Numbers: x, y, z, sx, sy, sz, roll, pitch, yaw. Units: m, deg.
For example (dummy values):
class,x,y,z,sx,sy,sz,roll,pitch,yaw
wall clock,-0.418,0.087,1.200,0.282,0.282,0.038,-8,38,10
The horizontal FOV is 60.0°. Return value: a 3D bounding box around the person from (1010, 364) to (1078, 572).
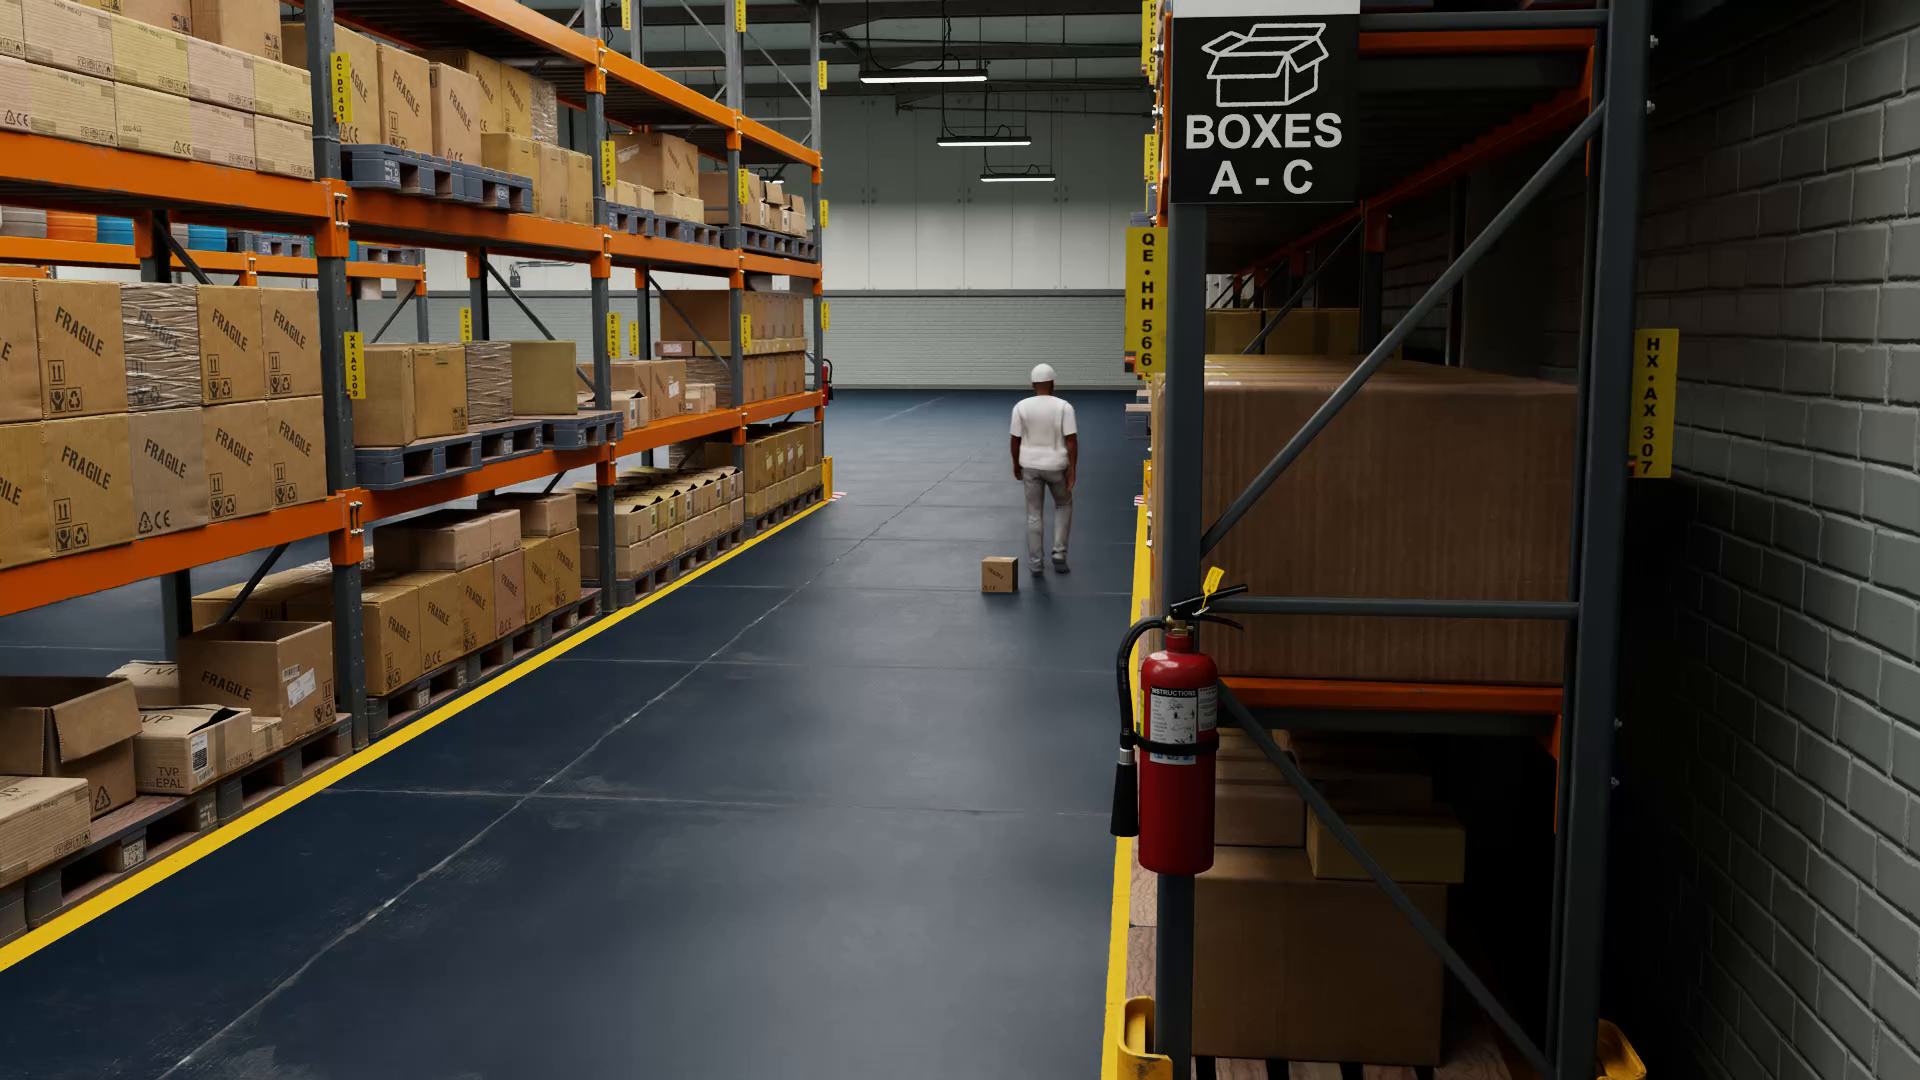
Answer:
class,x,y,z,sx,sy,sz,roll,pitch,yaw
person,0.721,-0.593,14.149,0.584,1.808,0.482,1,8,9
